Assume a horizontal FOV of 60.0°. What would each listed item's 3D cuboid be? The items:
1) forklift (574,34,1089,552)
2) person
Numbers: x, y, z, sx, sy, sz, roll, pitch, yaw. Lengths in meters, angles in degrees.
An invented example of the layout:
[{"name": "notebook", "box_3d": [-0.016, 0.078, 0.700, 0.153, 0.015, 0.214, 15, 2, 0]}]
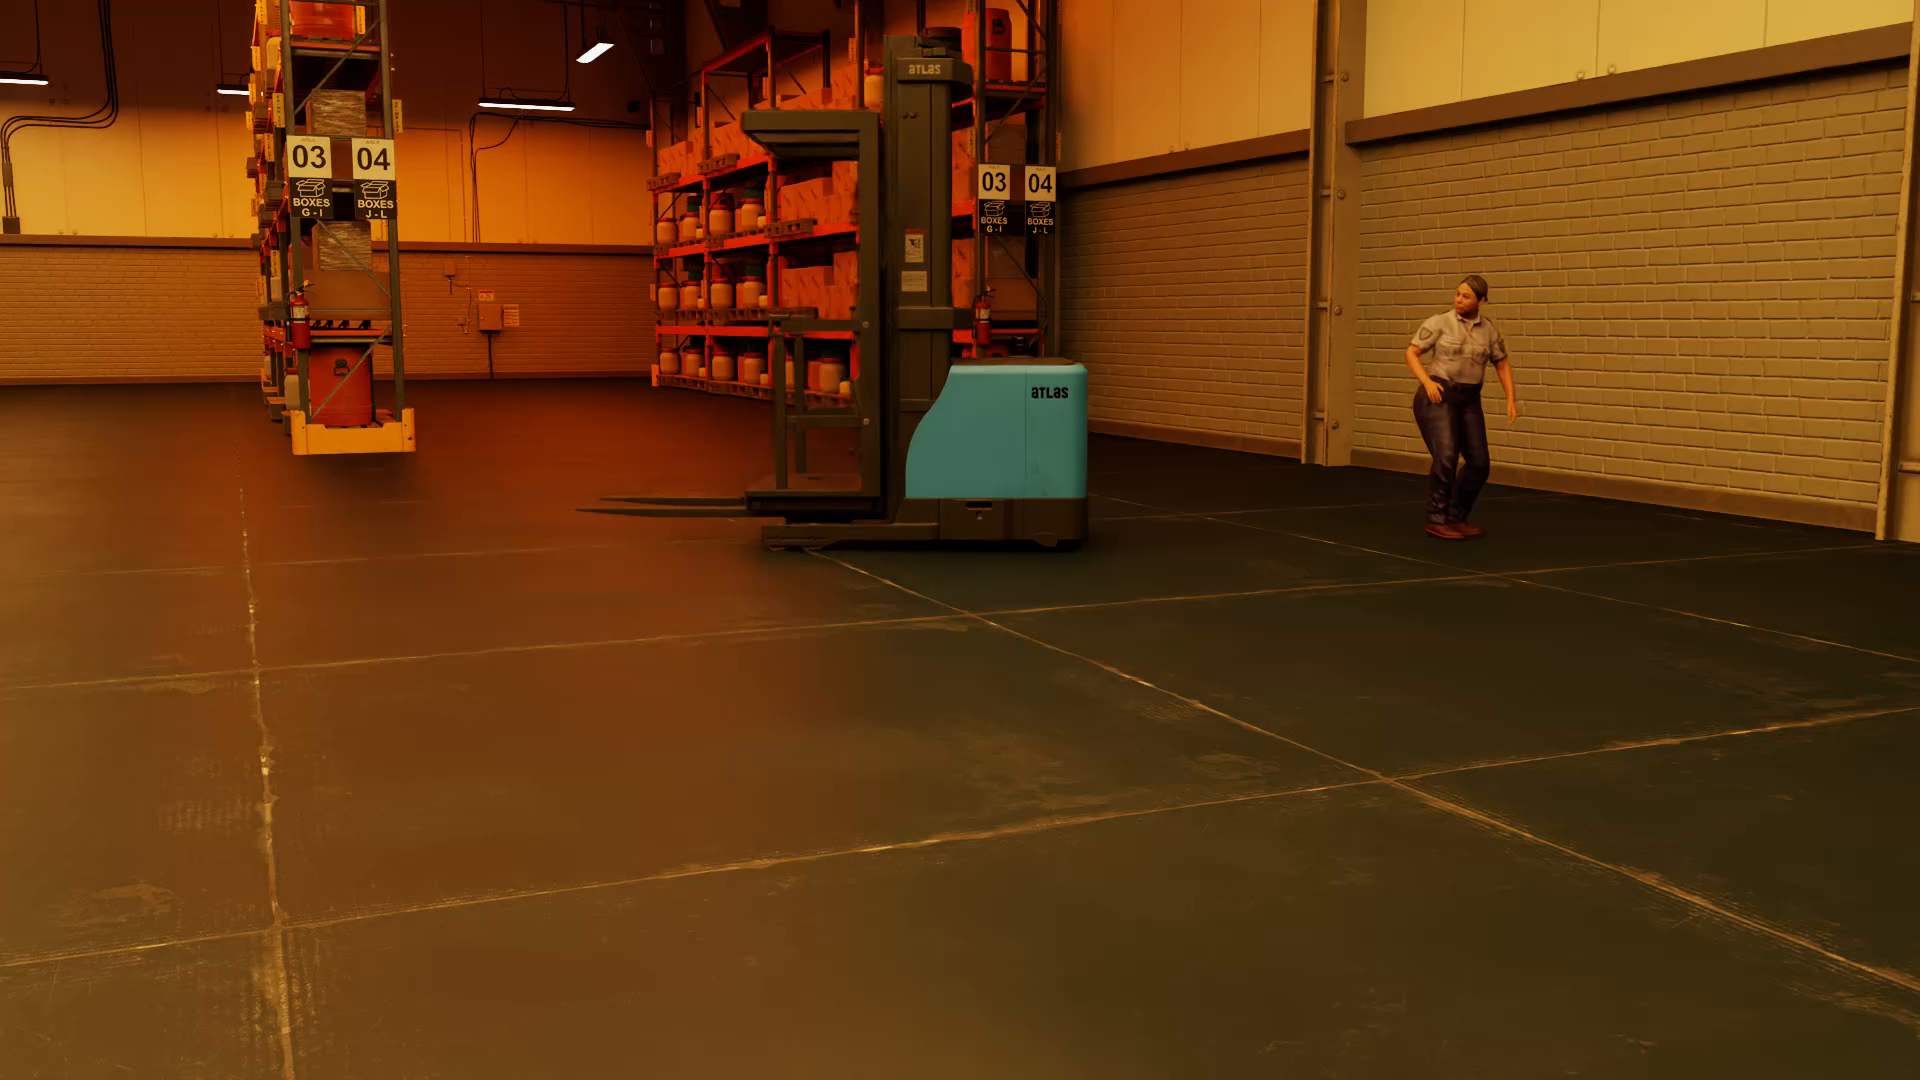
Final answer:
[{"name": "forklift", "box_3d": [-0.760, -1.454, 9.969, 3.031, 2.935, 1.130, 0, 8, 1]}, {"name": "person", "box_3d": [3.121, -0.820, 10.291, 0.685, 1.611, 0.492, -2, 8, -17]}]
